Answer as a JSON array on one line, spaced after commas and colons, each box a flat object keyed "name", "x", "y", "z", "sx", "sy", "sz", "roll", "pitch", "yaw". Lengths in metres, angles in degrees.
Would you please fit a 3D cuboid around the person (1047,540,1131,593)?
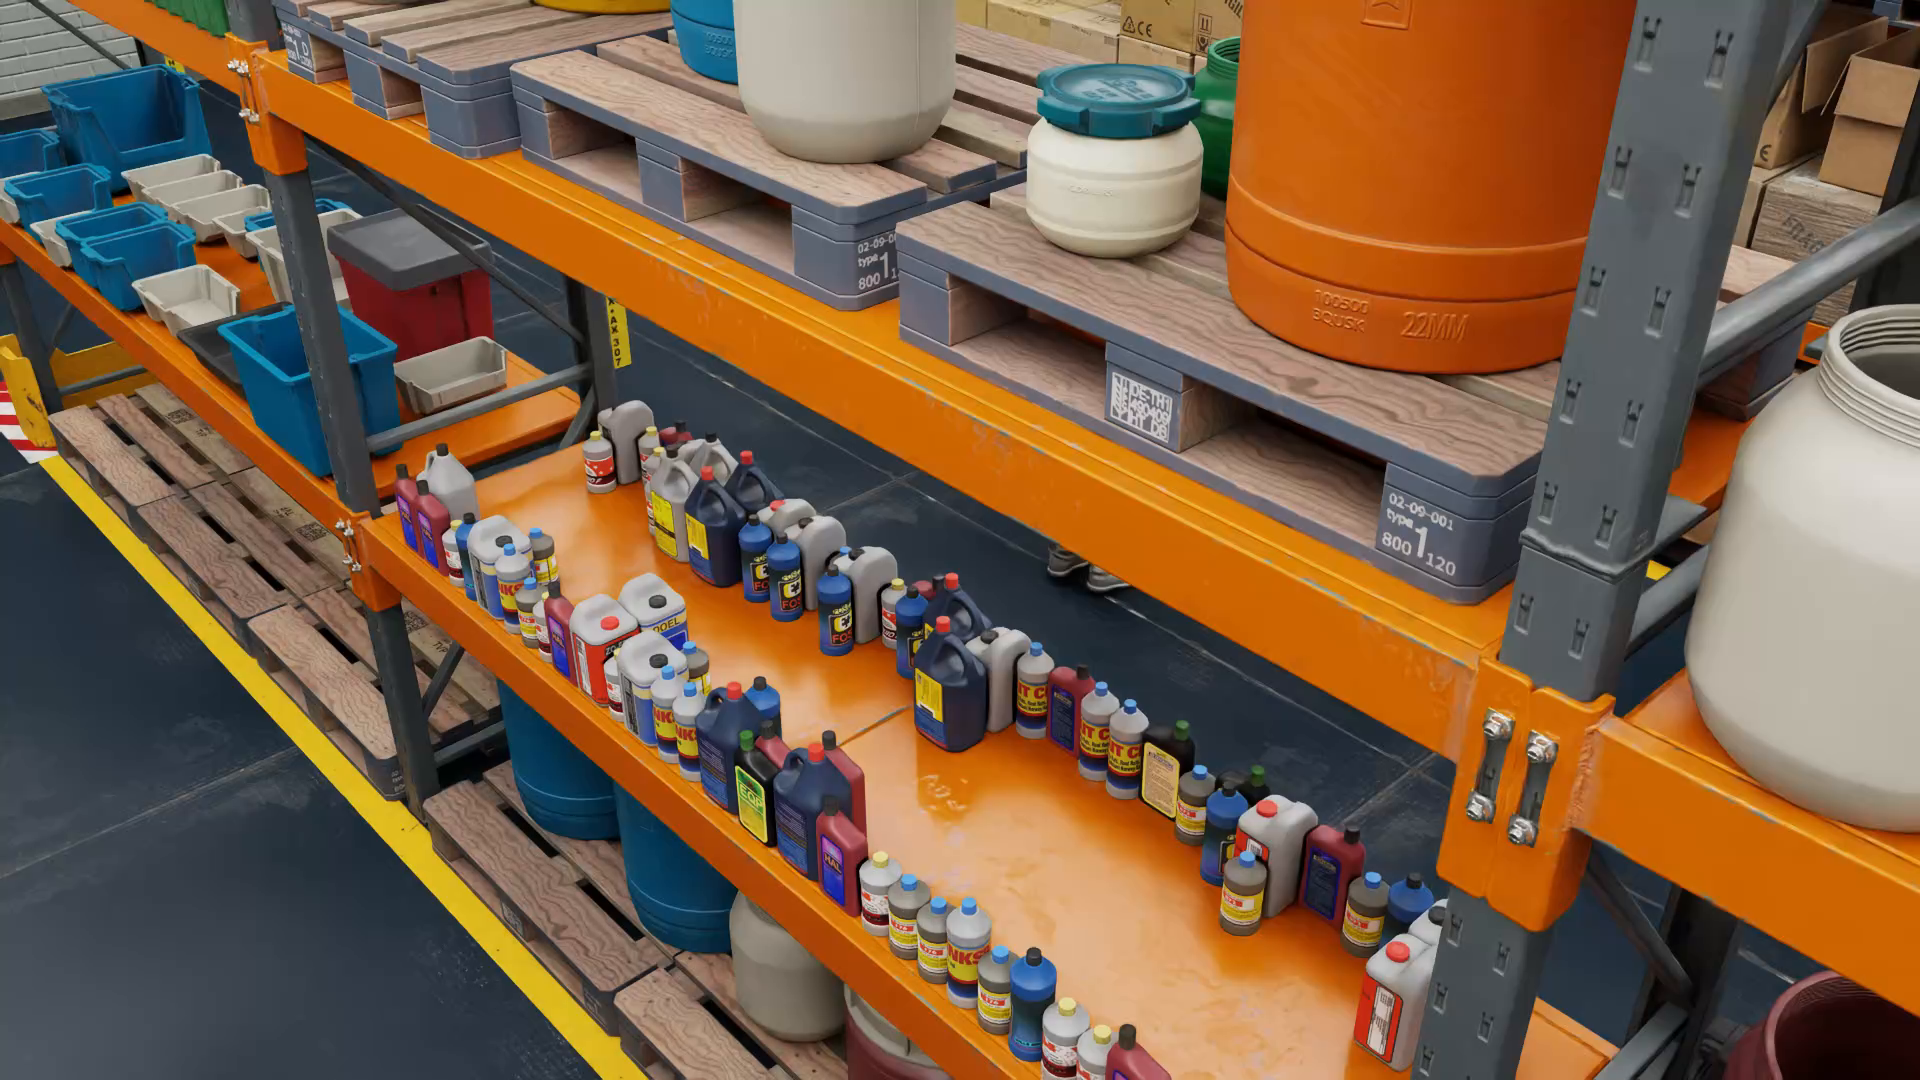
[{"name": "person", "x": 0.539, "y": -0.547, "z": 6.966, "sx": 0.490, "sy": 1.709, "sz": 0.384, "roll": 26, "pitch": 40, "yaw": 35}]
